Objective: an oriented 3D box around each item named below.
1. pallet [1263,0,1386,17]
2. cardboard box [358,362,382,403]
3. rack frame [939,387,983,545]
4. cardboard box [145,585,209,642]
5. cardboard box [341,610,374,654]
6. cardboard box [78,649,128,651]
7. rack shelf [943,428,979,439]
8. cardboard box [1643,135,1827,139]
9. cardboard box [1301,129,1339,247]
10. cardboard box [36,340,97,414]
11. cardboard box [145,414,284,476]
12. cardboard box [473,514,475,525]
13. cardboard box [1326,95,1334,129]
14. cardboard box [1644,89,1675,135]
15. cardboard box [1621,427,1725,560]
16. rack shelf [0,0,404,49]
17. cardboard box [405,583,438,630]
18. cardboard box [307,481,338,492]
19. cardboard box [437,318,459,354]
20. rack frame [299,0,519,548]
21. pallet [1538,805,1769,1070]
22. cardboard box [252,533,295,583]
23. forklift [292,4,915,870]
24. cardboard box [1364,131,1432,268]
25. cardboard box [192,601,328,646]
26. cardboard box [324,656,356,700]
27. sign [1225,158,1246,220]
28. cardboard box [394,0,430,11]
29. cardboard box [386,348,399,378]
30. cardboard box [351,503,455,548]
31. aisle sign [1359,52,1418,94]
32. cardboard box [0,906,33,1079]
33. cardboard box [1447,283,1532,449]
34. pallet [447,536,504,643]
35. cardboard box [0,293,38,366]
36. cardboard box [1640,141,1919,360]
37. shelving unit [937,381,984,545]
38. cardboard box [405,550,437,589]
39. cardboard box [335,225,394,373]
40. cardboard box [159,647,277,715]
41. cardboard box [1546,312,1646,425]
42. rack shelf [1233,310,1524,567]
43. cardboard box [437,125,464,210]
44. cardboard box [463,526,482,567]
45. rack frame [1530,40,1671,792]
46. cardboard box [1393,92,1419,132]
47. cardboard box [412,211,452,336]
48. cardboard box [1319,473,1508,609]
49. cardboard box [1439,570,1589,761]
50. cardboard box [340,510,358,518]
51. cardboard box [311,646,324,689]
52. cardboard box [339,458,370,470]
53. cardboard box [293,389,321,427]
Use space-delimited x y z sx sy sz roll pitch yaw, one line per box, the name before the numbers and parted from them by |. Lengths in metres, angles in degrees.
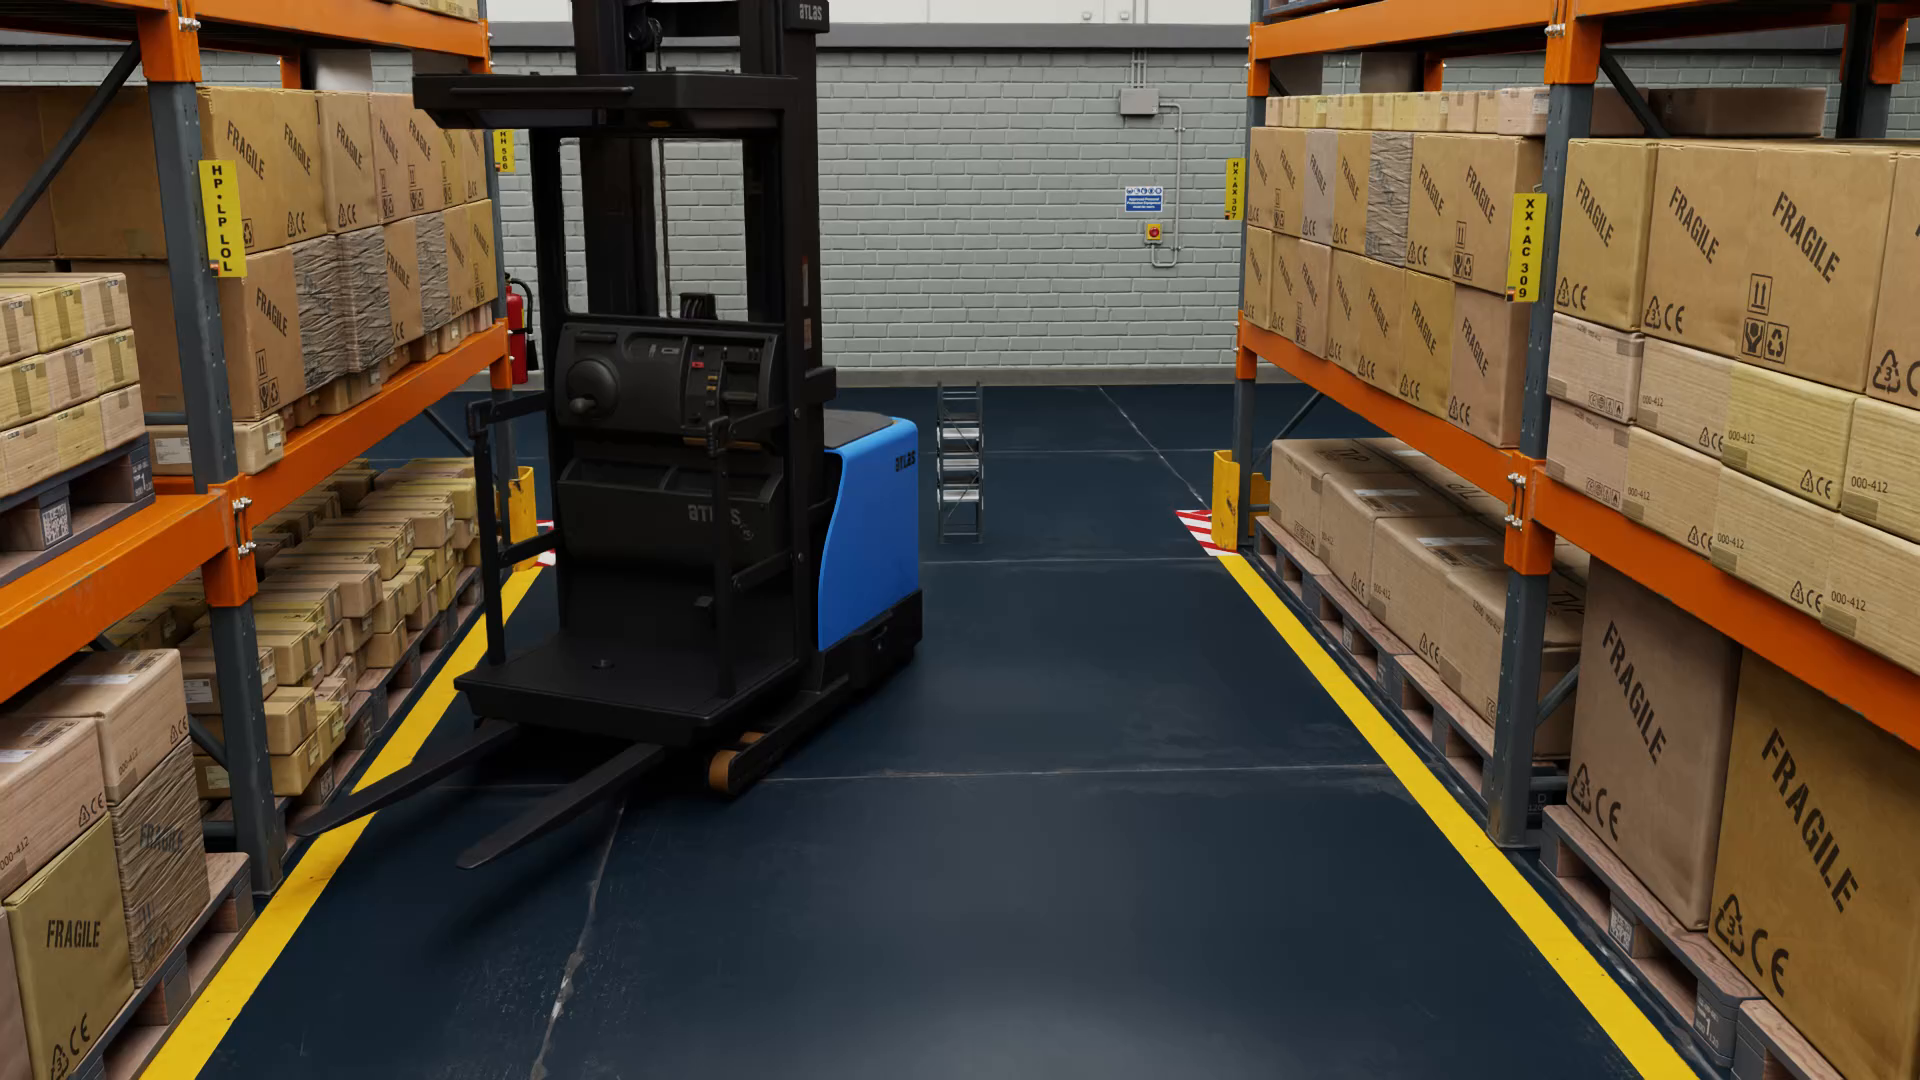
pallet | 2.093 -2.664 8.020 1.003 0.211 1.213 -1 14 -3
cardboard box | -2.471 -0.623 6.433 0.380 0.149 0.250 0 14 -1
rack frame | 0.006 -0.413 9.324 0.240 0.900 0.006 -1 14 -3
cardboard box | -2.948 0.272 6.136 0.380 0.149 0.250 0 14 -2
cardboard box | -2.517 0.338 6.475 0.380 0.149 0.250 0 14 -1
cardboard box | -2.932 0.462 5.396 0.380 0.149 0.250 0 14 -2
rack shelf | -3.716 -0.707 2.940 8.407 3.443 12.128 -1 14 -3
cardboard box | 2.496 -1.099 5.571 0.500 0.500 0.500 -1 14 -3
cardboard box | 1.860 -1.592 7.485 0.500 0.500 0.500 -1 14 -4
cardboard box | -2.411 -0.407 4.153 0.380 0.149 0.250 -1 14 -3
cardboard box | -2.341 -0.297 5.163 0.380 0.149 0.250 0 14 -1
cardboard box | -2.618 -0.112 8.222 0.380 0.149 0.250 -1 14 -5
cardboard box | 1.874 -1.933 7.511 0.380 0.149 0.250 -1 14 -3
cardboard box | 2.492 -1.437 5.583 0.380 0.149 0.250 -1 14 -3
cardboard box | 2.081 -0.129 4.311 0.500 0.250 0.500 -1 14 -5
rack shelf | -2.774 -2.014 6.470 0.831 0.071 3.687 -1 14 -3
cardboard box | -2.506 0.289 7.262 0.380 0.149 0.250 -1 14 -2
cardboard box | -3.180 -0.181 7.896 0.380 0.149 0.250 -1 14 -4
cardboard box | -2.548 -0.951 7.709 0.380 0.149 0.250 0 14 -2
rack frame | -2.898 -1.338 8.705 1.000 3.000 0.127 -1 14 -3
pallet | 2.407 1.097 4.839 1.003 0.211 1.213 -1 14 -3
cardboard box | -2.992 0.075 6.899 0.380 0.149 0.250 -1 14 -3
forklift | 2.355 -1.810 6.109 7.407 5.209 9.711 6 15 21
cardboard box | -0.145 0.070 4.217 4.865 2.090 5.455 -1 14 -3
cardboard box | -2.488 0.326 5.924 0.392 0.149 0.269 0 14 -1
cardboard box | -2.501 0.550 6.249 0.380 0.149 0.250 -1 14 -5
sign | 1.482 -1.890 8.954 0.100 0.325 0.005 -1 14 -3
cardboard box | -2.550 -2.358 6.953 0.500 0.250 0.500 0 14 -1
cardboard box | -2.571 -0.752 6.932 0.380 0.149 0.250 -1 14 -2
cardboard box | -2.486 -0.063 7.438 0.380 0.149 0.250 0 14 -1
aisle sign | 2.341 -2.721 8.864 0.394 0.787 0.004 -1 14 -3
cardboard box | -2.294 1.100 3.405 0.500 0.500 0.500 -1 14 -5
cardboard box | 2.000 -0.604 5.654 0.500 0.500 0.500 -1 14 -3
pallet | -2.878 0.234 8.192 1.003 0.211 1.213 -1 14 -3
cardboard box | -2.399 -0.485 3.858 0.380 0.149 0.250 -1 14 -5
cardboard box | 2.084 -0.737 4.164 0.500 0.500 0.500 -1 14 -4
shelving unit | -3.707 -0.416 3.020 8.426 4.047 12.137 -1 14 -3
cardboard box | -2.504 0.144 7.227 0.380 0.149 0.250 0 14 -1
cardboard box | -2.463 -0.911 6.250 0.500 0.500 0.500 -1 14 -5
cardboard box | -2.465 0.458 5.413 0.380 0.149 0.250 0 14 -1
cardboard box | 2.030 -0.500 4.747 0.500 0.250 0.500 -1 14 -5
rack shelf | 2.160 -0.593 7.256 1.077 0.370 4.000 -1 14 -3
cardboard box | -2.590 -1.778 7.614 0.500 0.500 0.500 -1 14 -5
cardboard box | -2.540 0.030 8.269 0.380 0.149 0.250 0 14 -2
rack frame | 2.287 -0.444 5.233 0.949 2.616 0.053 -1 14 -3
cardboard box | 1.931 -1.682 6.533 0.380 0.149 0.250 -1 14 -5
cardboard box | -2.546 -1.168 7.249 0.500 0.500 0.500 -1 14 -3
cardboard box | 2.242 -0.012 7.851 0.875 0.438 0.875 0 14 -2
cardboard box | 2.352 0.435 6.114 0.875 0.438 0.875 -1 14 -4
cardboard box | -3.058 -0.042 7.950 0.380 0.149 0.250 -1 14 -3
cardboard box | -2.510 0.474 5.947 0.380 0.149 0.250 -1 14 -4
cardboard box | -3.205 -0.313 8.407 0.380 0.149 0.250 -2 15 -6
cardboard box | -2.511 -0.493 5.926 0.380 0.149 0.250 -2 15 -6
